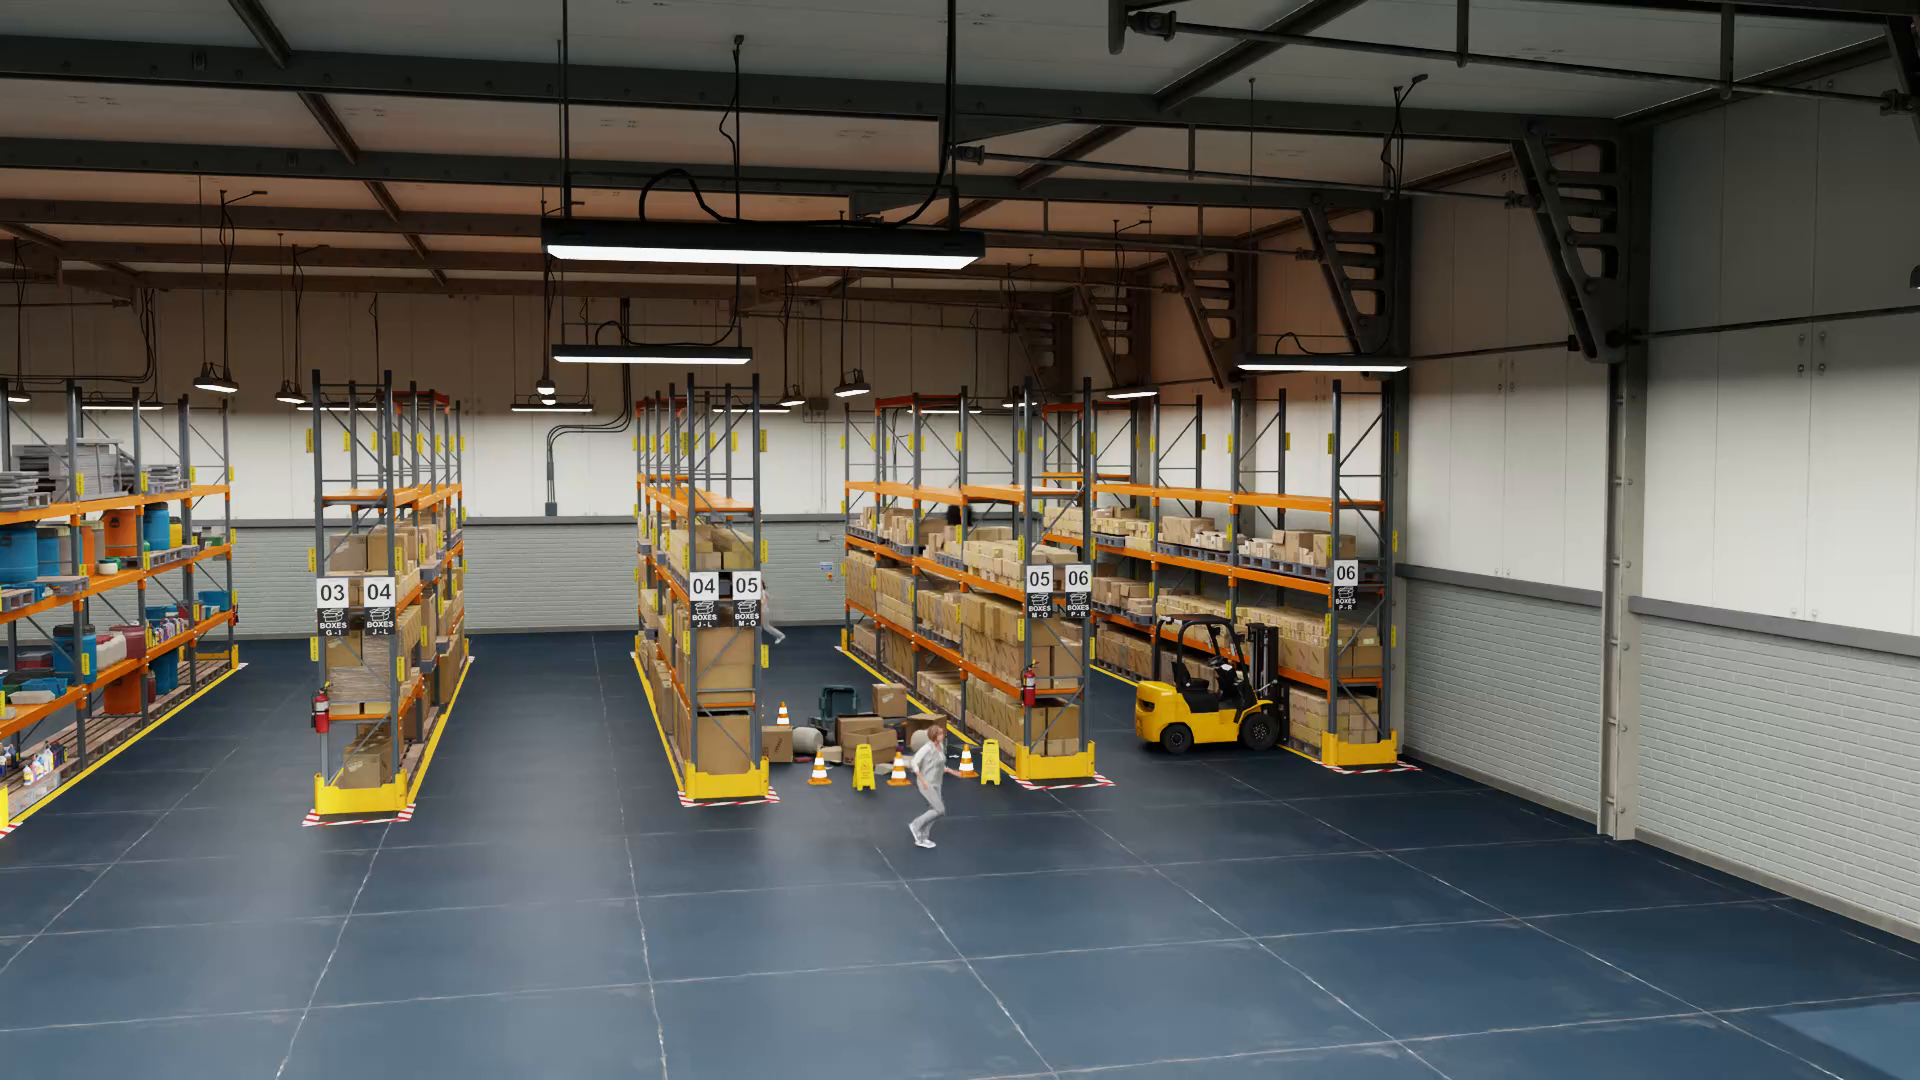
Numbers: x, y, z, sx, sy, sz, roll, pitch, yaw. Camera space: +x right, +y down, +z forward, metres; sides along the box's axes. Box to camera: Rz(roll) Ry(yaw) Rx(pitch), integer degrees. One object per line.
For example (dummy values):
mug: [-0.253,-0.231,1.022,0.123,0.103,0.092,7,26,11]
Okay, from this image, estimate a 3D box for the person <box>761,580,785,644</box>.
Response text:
person: [-4.796,1.807,40.975,0.951,1.666,0.541,-1,3,-12]

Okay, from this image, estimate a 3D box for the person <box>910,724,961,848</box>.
person: [-0.330,3.045,20.531,0.617,1.540,0.545,2,4,28]
